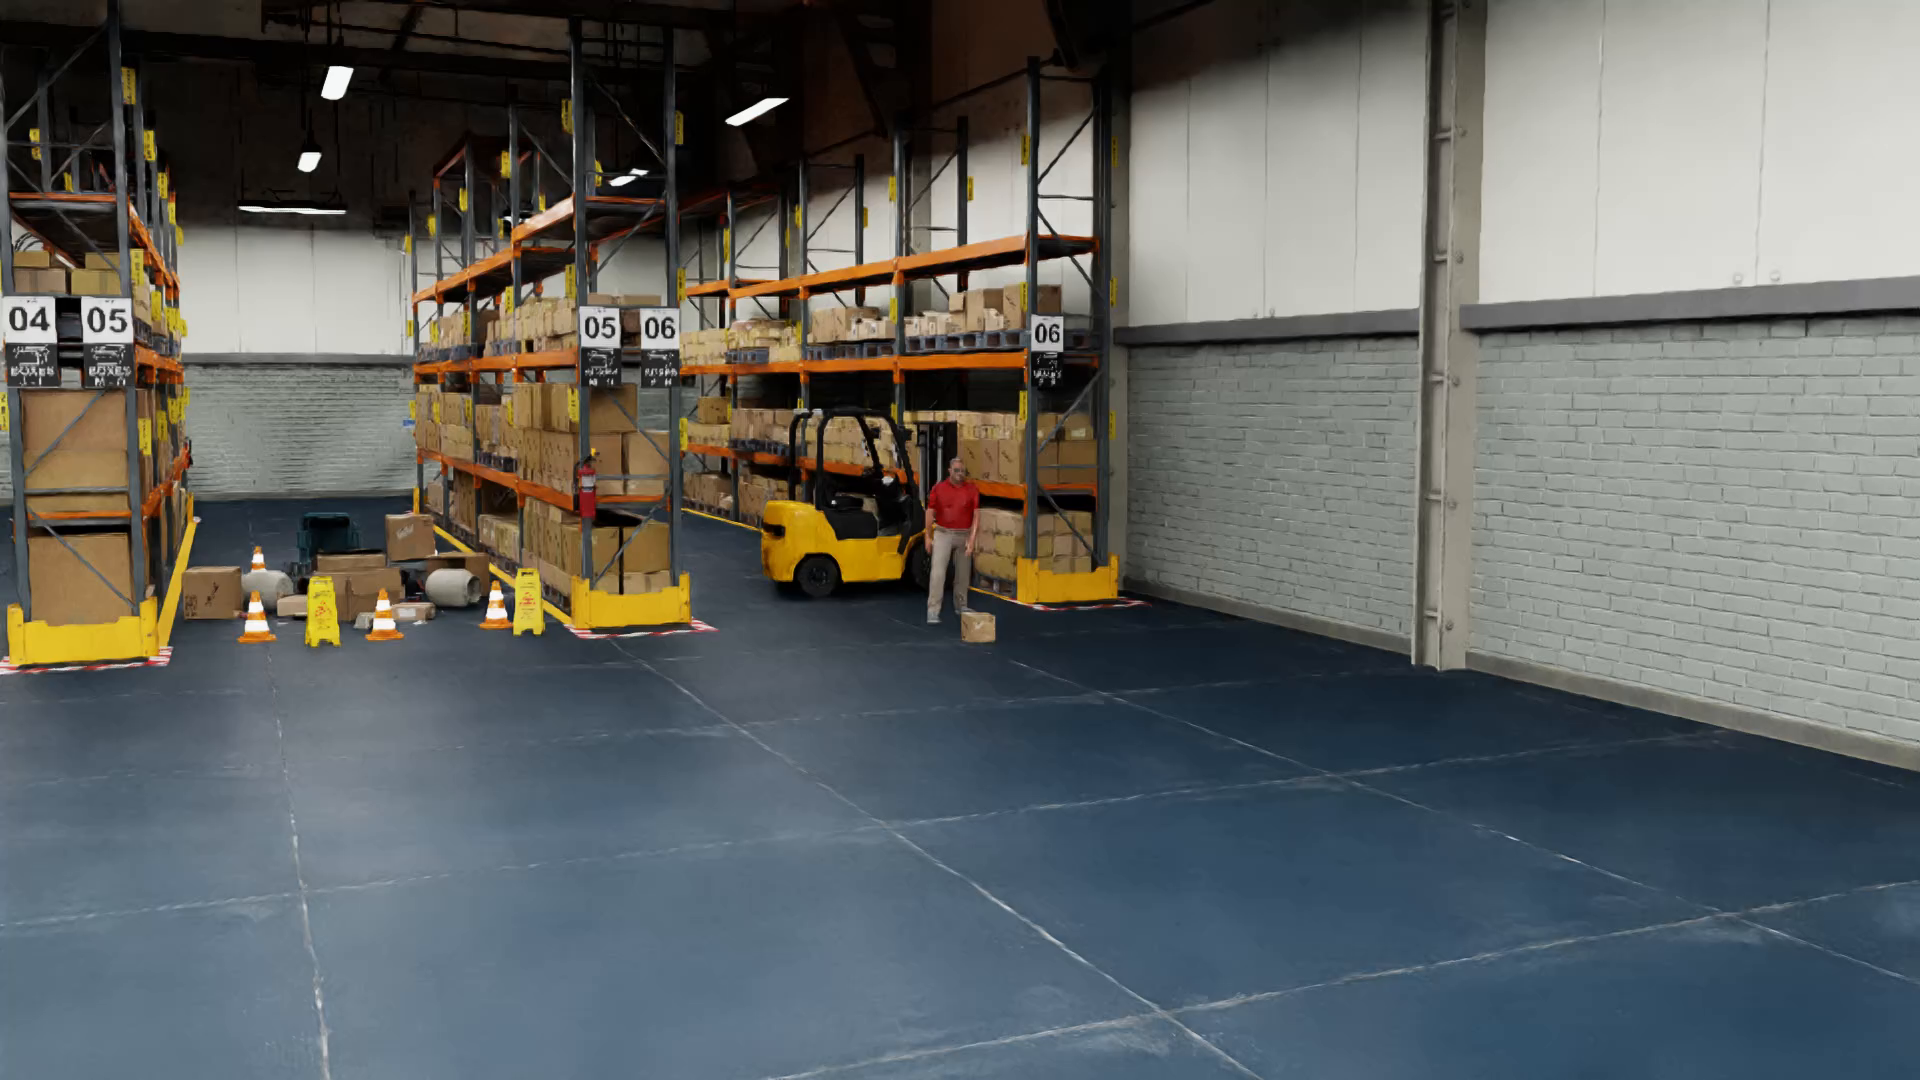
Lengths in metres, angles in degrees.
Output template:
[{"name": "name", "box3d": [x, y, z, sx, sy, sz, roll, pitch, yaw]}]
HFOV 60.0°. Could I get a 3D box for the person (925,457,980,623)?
[{"name": "person", "box3d": [-0.090, -0.012, 17.100, 0.620, 1.683, 0.807, -1, 5, -13]}]
